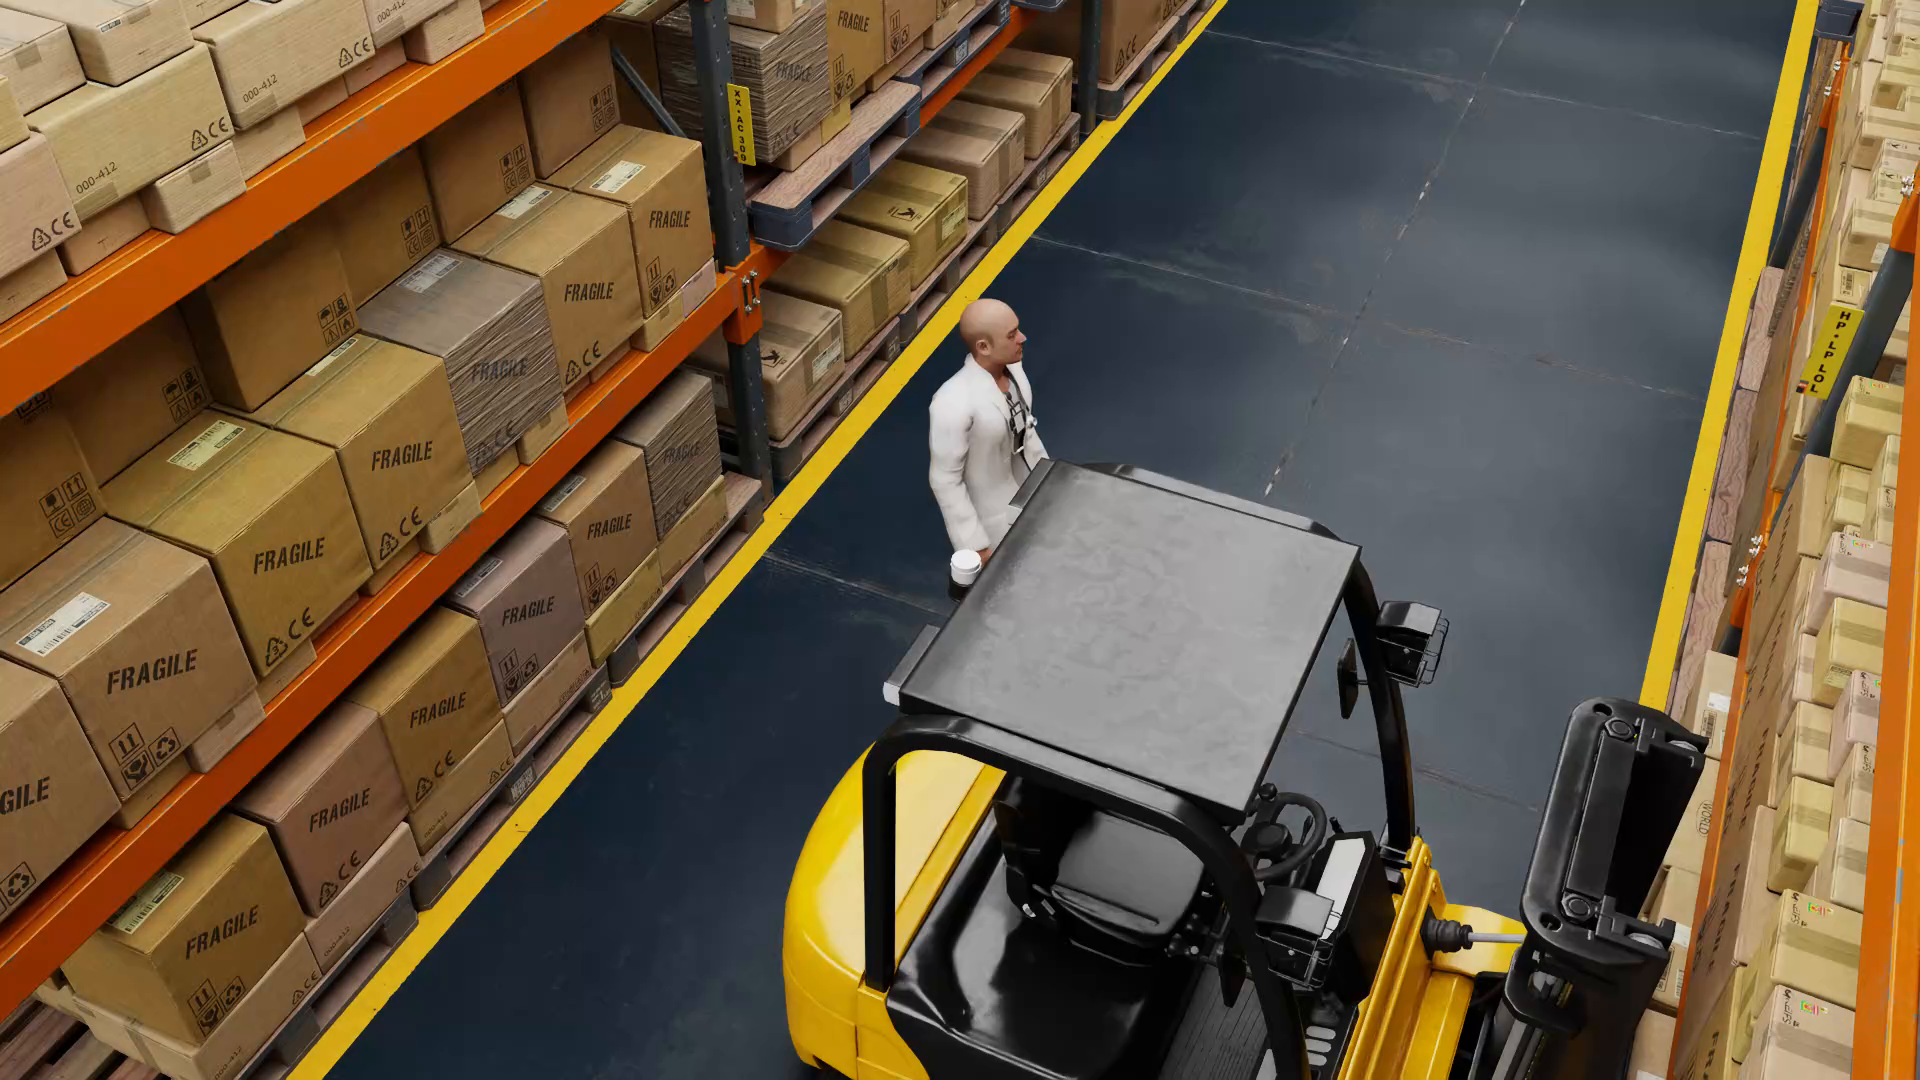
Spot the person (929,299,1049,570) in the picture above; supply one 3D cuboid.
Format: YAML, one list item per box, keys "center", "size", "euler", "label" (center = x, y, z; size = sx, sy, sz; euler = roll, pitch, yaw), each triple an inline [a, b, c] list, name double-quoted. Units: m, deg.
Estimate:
- center: [0.225, -0.085, 6.254]
  size: [0.581, 1.775, 0.694]
  euler: [17, 44, 19]
  label: "person"
